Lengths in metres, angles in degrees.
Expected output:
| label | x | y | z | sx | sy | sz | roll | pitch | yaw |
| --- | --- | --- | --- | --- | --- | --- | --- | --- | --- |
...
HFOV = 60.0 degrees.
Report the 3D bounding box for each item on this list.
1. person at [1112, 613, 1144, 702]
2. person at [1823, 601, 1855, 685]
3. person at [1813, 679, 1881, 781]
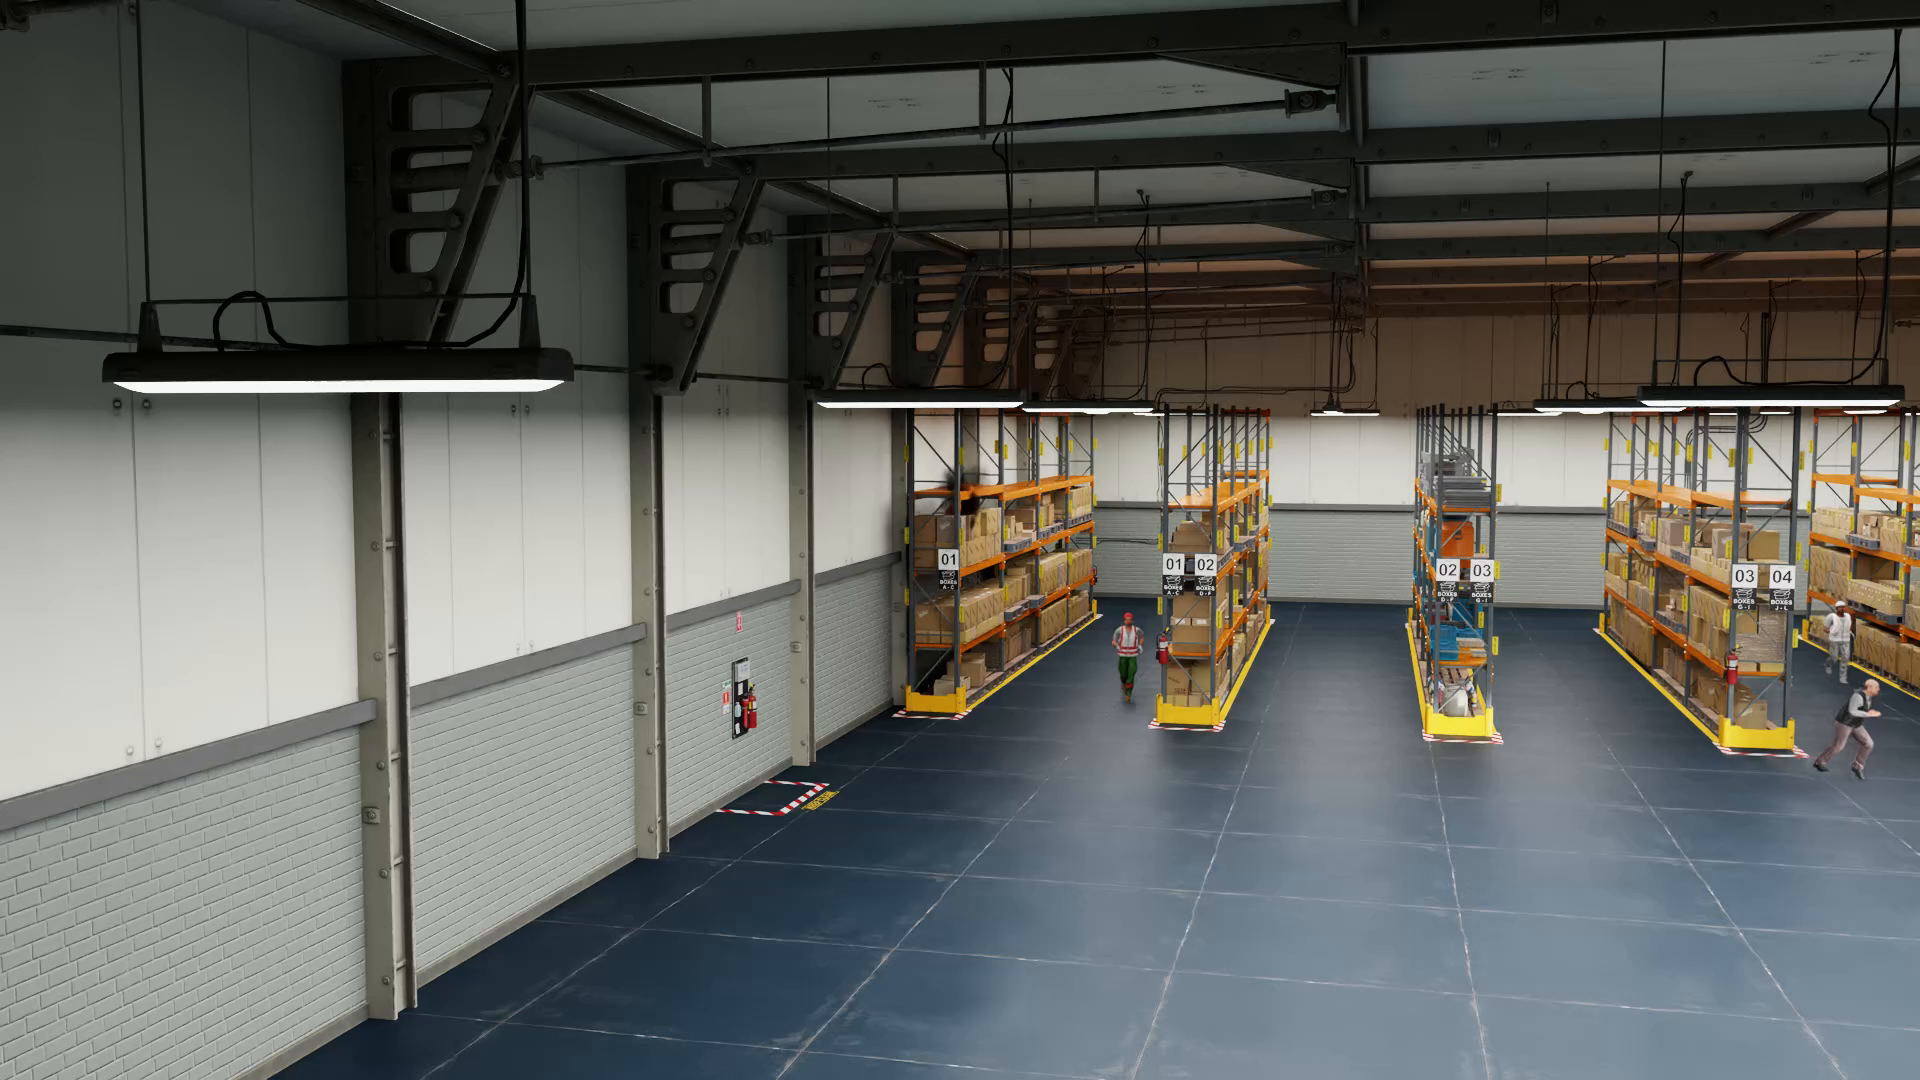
| label | x | y | z | sx | sy | sz | roll | pitch | yaw |
| --- | --- | --- | --- | --- | --- | --- | --- | --- | --- |
| person | 3.422 | 2.362 | 33.799 | 0.658 | 1.768 | 0.971 | 0 | 4 | 5 |
| person | 19.079 | 2.202 | 36.078 | 0.682 | 1.768 | 0.940 | 1 | 4 | 7 |
| person | 14.171 | 3.007 | 26.519 | 0.687 | 1.665 | 0.996 | -3 | 5 | -40 |
